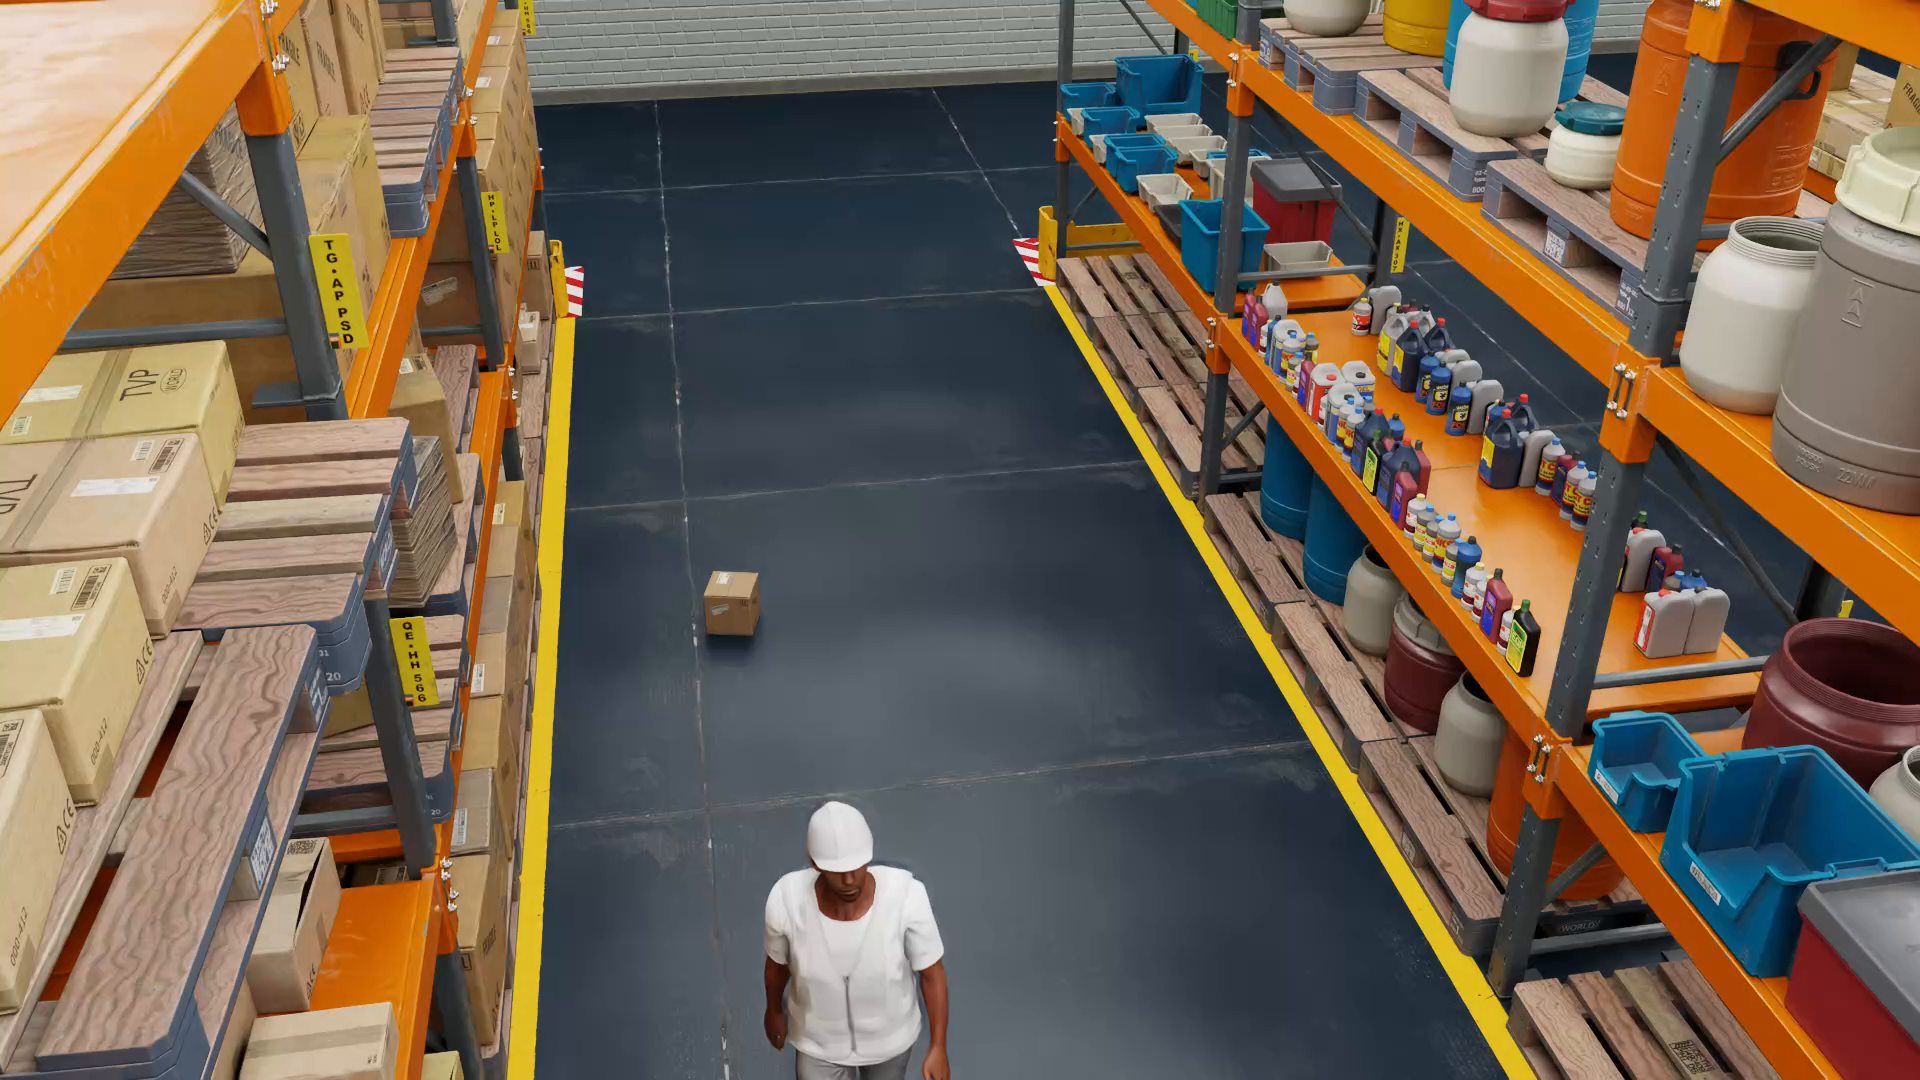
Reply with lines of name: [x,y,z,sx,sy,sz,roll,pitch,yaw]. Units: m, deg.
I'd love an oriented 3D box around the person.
person: [-0.338,1.623,5.363,0.610,1.720,1.015,-2,31,-4]
